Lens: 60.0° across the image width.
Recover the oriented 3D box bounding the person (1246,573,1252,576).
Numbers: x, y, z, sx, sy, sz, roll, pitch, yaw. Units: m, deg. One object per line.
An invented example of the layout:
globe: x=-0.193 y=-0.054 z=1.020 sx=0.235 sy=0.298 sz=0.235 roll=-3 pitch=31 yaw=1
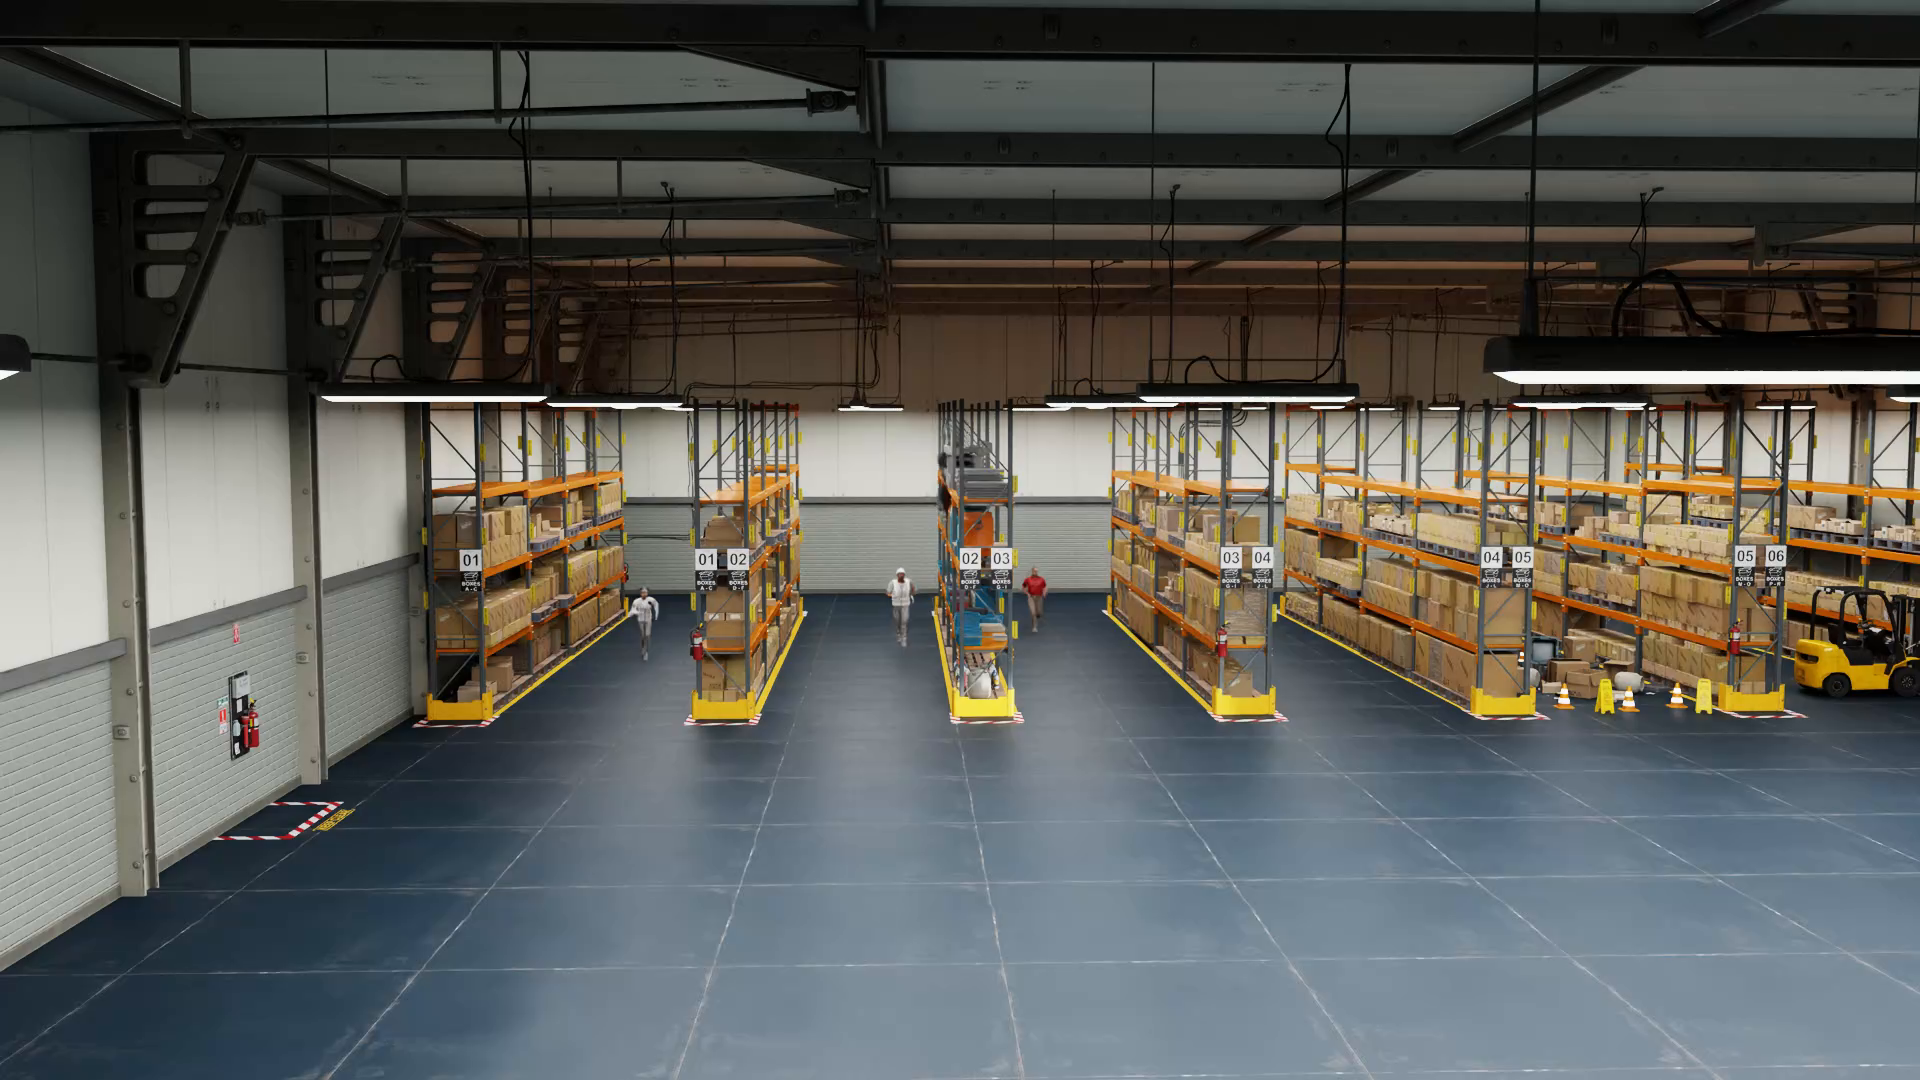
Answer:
person: x=8.291 y=1.251 z=48.207 sx=0.542 sy=1.629 sz=0.529 roll=1 pitch=4 yaw=9

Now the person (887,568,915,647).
person: x=-1.389 y=1.565 z=39.151 sx=0.682 sy=1.815 sz=0.909 roll=0 pitch=4 yaw=-5

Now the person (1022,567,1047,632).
person: x=1.966 y=1.564 z=43.872 sx=0.664 sy=1.691 sz=0.632 roll=0 pitch=4 yaw=-6

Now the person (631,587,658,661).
person: x=-7.380 y=1.934 z=38.926 sx=0.637 sy=1.731 sz=0.876 roll=-1 pitch=4 yaw=-13
